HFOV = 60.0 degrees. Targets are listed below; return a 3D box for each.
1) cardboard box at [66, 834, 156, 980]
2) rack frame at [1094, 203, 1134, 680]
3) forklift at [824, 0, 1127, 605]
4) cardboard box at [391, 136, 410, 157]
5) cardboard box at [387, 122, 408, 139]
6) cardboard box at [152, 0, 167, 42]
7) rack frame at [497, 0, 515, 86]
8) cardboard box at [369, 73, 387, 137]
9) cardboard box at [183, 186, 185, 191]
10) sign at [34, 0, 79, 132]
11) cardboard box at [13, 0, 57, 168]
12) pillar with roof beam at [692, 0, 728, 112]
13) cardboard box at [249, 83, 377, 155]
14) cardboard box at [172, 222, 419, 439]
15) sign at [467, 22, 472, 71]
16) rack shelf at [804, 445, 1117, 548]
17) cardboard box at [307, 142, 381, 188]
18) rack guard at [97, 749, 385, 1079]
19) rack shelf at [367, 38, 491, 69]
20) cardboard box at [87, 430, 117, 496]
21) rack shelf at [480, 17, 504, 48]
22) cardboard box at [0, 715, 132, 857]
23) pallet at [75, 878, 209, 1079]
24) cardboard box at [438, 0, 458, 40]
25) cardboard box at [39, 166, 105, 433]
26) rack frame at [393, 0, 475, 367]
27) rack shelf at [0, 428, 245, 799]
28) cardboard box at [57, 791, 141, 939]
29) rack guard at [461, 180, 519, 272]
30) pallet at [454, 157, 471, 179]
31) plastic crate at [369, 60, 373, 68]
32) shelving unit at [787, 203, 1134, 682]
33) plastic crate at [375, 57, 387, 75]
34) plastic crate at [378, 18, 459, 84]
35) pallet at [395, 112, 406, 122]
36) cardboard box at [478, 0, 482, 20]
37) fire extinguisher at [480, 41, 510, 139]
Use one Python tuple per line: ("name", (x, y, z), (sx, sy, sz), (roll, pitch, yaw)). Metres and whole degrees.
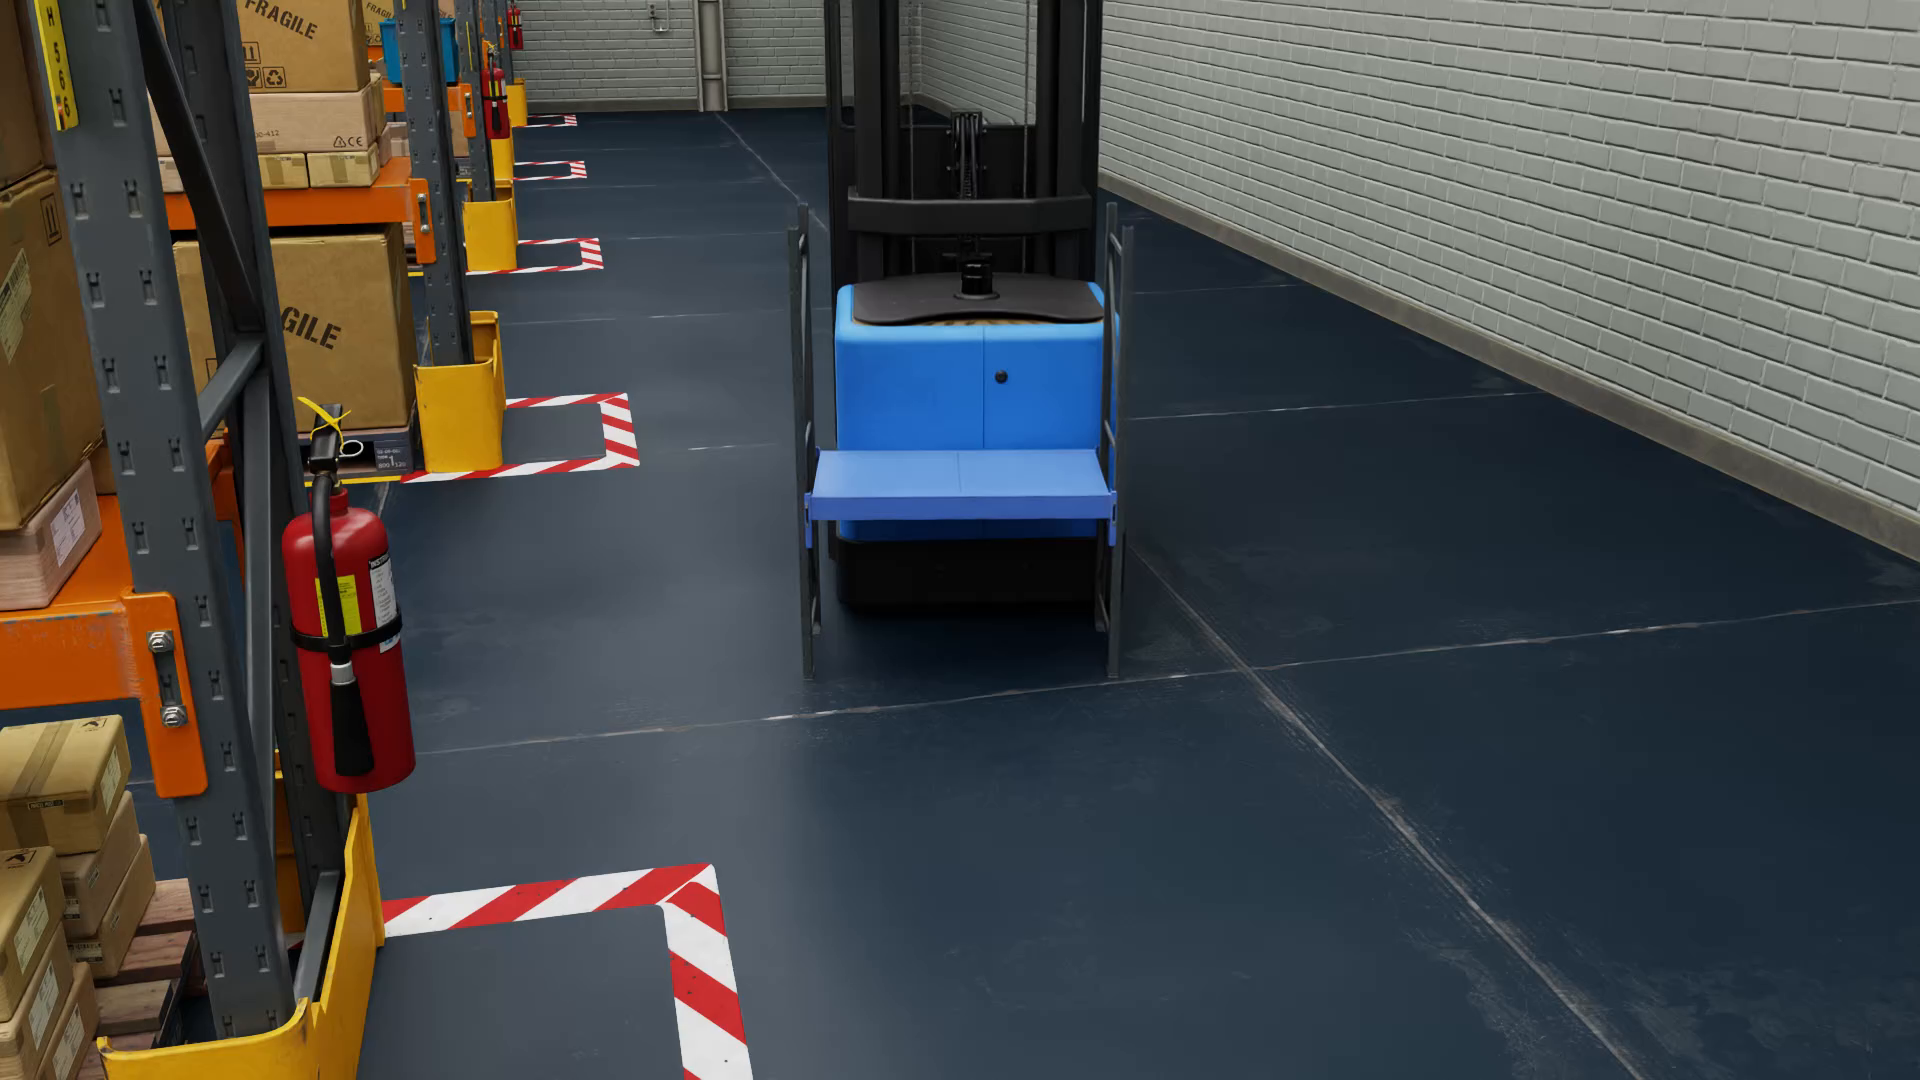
("cardboard box", (-1.989, 0.828, 3.728), (0.250, 0.149, 0.380), (-4, 21, -11))
("rack frame", (0.506, -0.325, 5.520), (0.032, 1.500, 0.500), (0, 20, -1))
("forklift", (-0.003, -1.602, 6.927), (1.130, 2.935, 3.031), (-1, 20, -3))
("cardboard box", (-5.612, -3.981, 16.802), (0.250, 0.166, 0.380), (-5, 21, -12))
("cardboard box", (-5.806, -4.160, 17.169), (0.500, 0.250, 0.500), (-5, 21, -12))
("cardboard box", (-3.465, -2.350, 7.565), (0.500, 0.500, 0.500), (-5, 21, -14))
("rack frame", (-5.868, -6.890, 21.263), (0.127, 3.000, 1.000), (-5, 21, -12))
("cardboard box", (-2.978, -2.038, 7.802), (0.500, 0.250, 0.500), (-5, 21, -14))
("cardboard box", (-3.218, -1.619, 7.239), (0.250, 0.149, 0.380), (-5, 21, -12))
("sign", (-1.298, -0.753, 2.365), (0.005, 0.325, 0.100), (-5, 21, -12))
("cardboard box", (-1.904, -0.957, 3.036), (0.500, 0.500, 0.500), (-5, 21, -13))
("pillar with roof beam", (-2.449, -8.769, 17.672), (0.400, 9.000, 9.100), (-5, 21, -12))
("cardboard box", (-2.859, -1.858, 7.312), (0.500, 0.250, 0.500), (-5, 21, -13))
("cardboard box", (-3.053, -1.038, 7.766), (0.875, 0.875, 0.875), (-5, 21, -12))
("sign", (-3.446, -3.468, 11.683), (0.005, 0.325, 0.100), (-5, 21, -12))
("rack shelf", (-0.002, -0.152, 5.572), (1.000, 0.185, 0.538), (0, 20, -1))
("cardboard box", (-2.720, -1.660, 7.350), (0.250, 0.149, 0.380), (-4, 21, -11))
("rack guard", (-1.480, 0.932, 3.544), (0.348, 0.500, 1.175), (-5, 21, -12))
("rack shelf", (-6.671, -4.736, 16.429), (4.000, 0.370, 1.077), (-5, 21, -12))
("cardboard box", (-1.797, -0.214, 3.403), (0.250, 0.149, 0.380), (-5, 21, -13))
("rack shelf", (-7.815, -6.394, 20.955), (4.000, 0.370, 1.077), (-5, 21, -12))
("cardboard box", (-1.994, 0.542, 3.643), (0.250, 0.149, 0.380), (-6, 21, -15))
("pallet", (-2.279, 1.120, 3.450), (1.213, 0.211, 1.003), (-5, 21, -12))
("cardboard box", (-5.098, -5.153, 16.375), (0.500, 0.500, 0.500), (-4, 20, -11))
("cardboard box", (-1.906, -0.491, 3.218), (0.500, 0.500, 0.500), (-4, 20, -10))
("rack frame", (-2.449, -1.916, 7.685), (0.127, 3.000, 1.000), (-5, 21, -12))
("rack shelf", (-3.352, 0.248, 2.822), (4.000, 0.370, 1.077), (-5, 21, -12))
("cardboard box", (-1.975, 0.709, 3.619), (0.250, 0.149, 0.380), (-4, 20, -10))
("rack guard", (-3.568, -2.407, 12.658), (0.348, 0.500, 1.175), (-5, 21, -12))
("pallet", (-5.574, -3.853, 17.028), (1.213, 0.211, 1.003), (-5, 21, -12))
("plastic crate", (-4.341, -3.353, 11.904), (0.243, 0.136, 0.396), (-5, 21, -12))
("shelving unit", (-0.002, -0.321, 5.510), (1.048, 1.500, 0.538), (0, 20, -1))
("plastic crate", (-4.236, -3.571, 12.499), (0.298, 0.136, 0.250), (-5, 21, -12))
("plastic crate", (-3.872, -3.530, 11.951), (0.499, 0.435, 0.616), (-5, 21, -12))
("pallet", (-6.628, -5.491, 21.499), (1.213, 0.211, 1.003), (-5, 21, -12))
("cardboard box", (-6.362, -6.987, 21.093), (0.700, 0.700, 0.980), (-4, 20, -10))
("fire extinguisher", (-3.337, -3.222, 11.905), (0.183, 0.674, 0.296), (-5, 21, -12))
